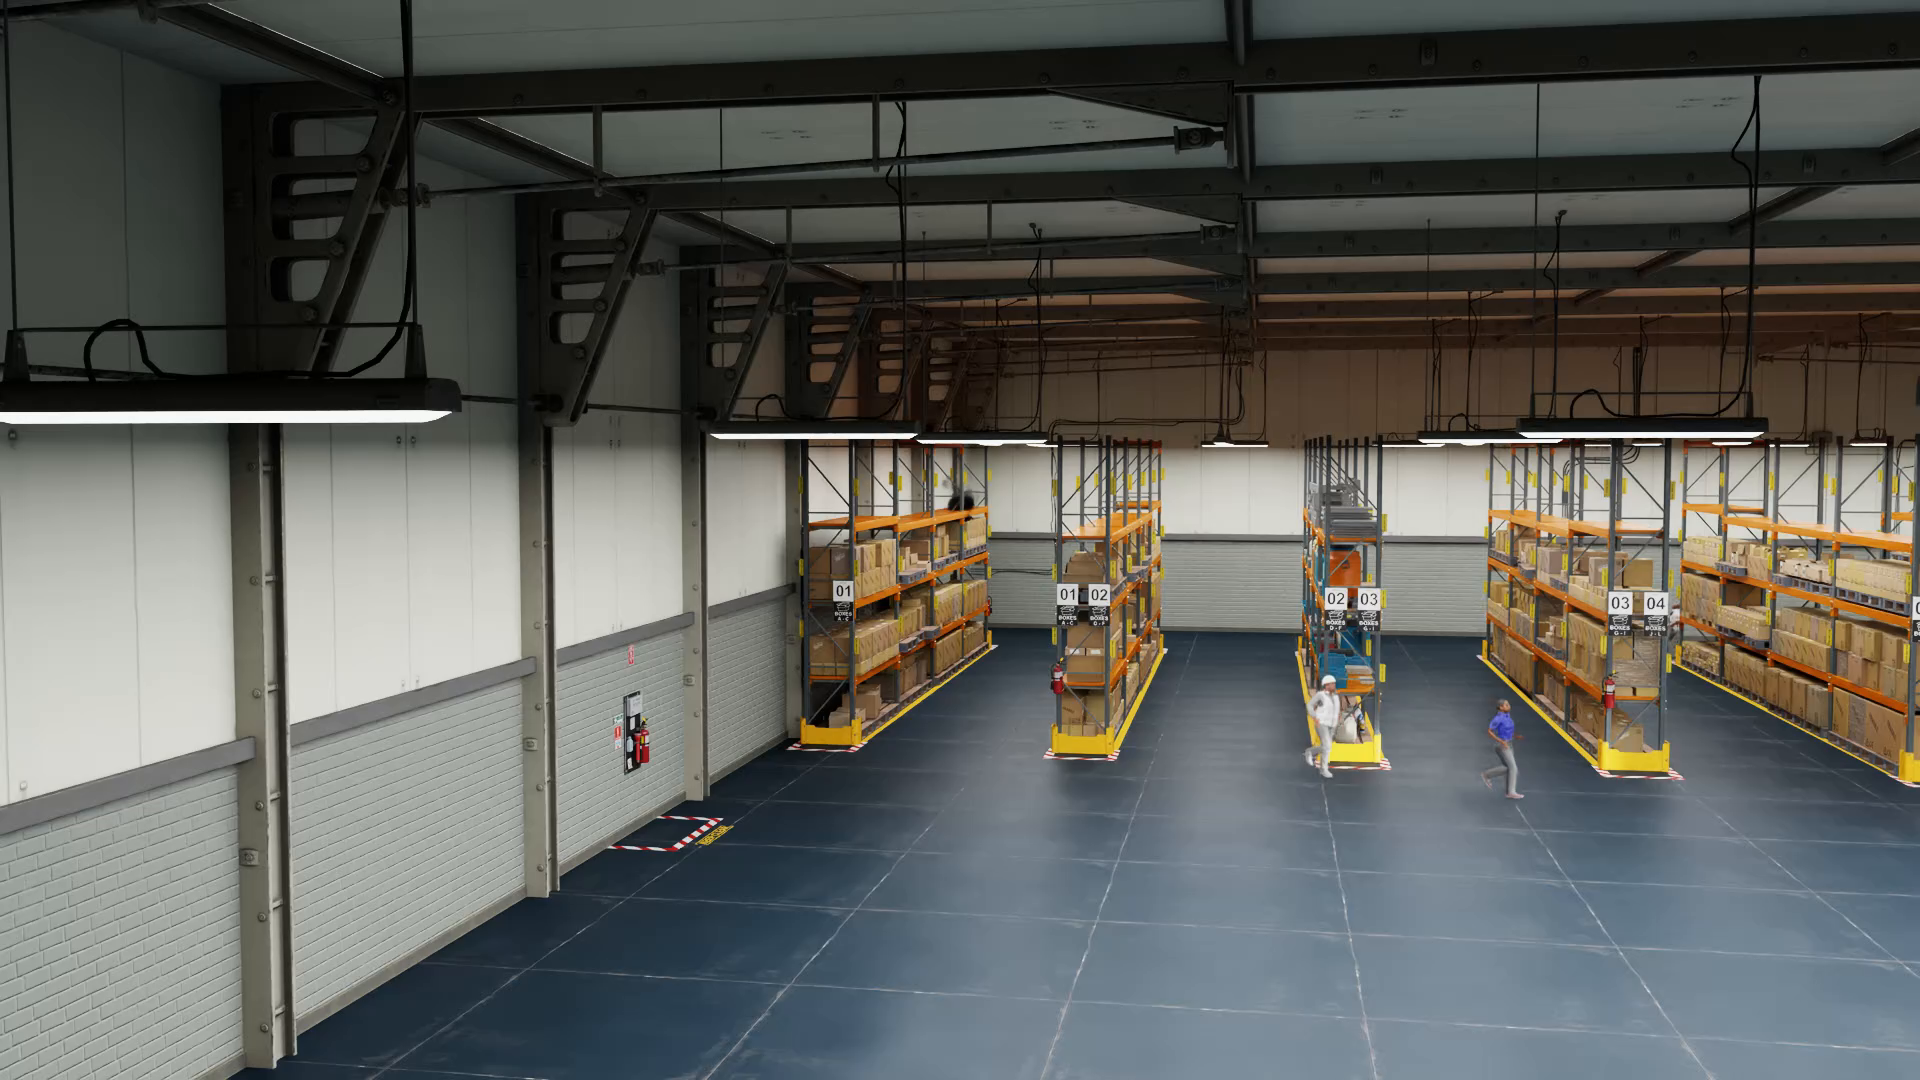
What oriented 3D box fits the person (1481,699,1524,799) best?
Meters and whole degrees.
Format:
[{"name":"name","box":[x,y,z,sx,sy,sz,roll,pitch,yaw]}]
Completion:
[{"name":"person","box":[8.940,3.470,27.448,0.769,1.528,0.586,3,4,39]}]

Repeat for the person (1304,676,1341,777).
[{"name":"person","box":[6.467,3.272,29.514,0.696,1.745,0.812,-2,4,-33]}]

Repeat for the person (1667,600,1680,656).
[{"name":"person","box":[19.662,2.430,45.903,0.557,1.605,0.668,2,4,30]}]
